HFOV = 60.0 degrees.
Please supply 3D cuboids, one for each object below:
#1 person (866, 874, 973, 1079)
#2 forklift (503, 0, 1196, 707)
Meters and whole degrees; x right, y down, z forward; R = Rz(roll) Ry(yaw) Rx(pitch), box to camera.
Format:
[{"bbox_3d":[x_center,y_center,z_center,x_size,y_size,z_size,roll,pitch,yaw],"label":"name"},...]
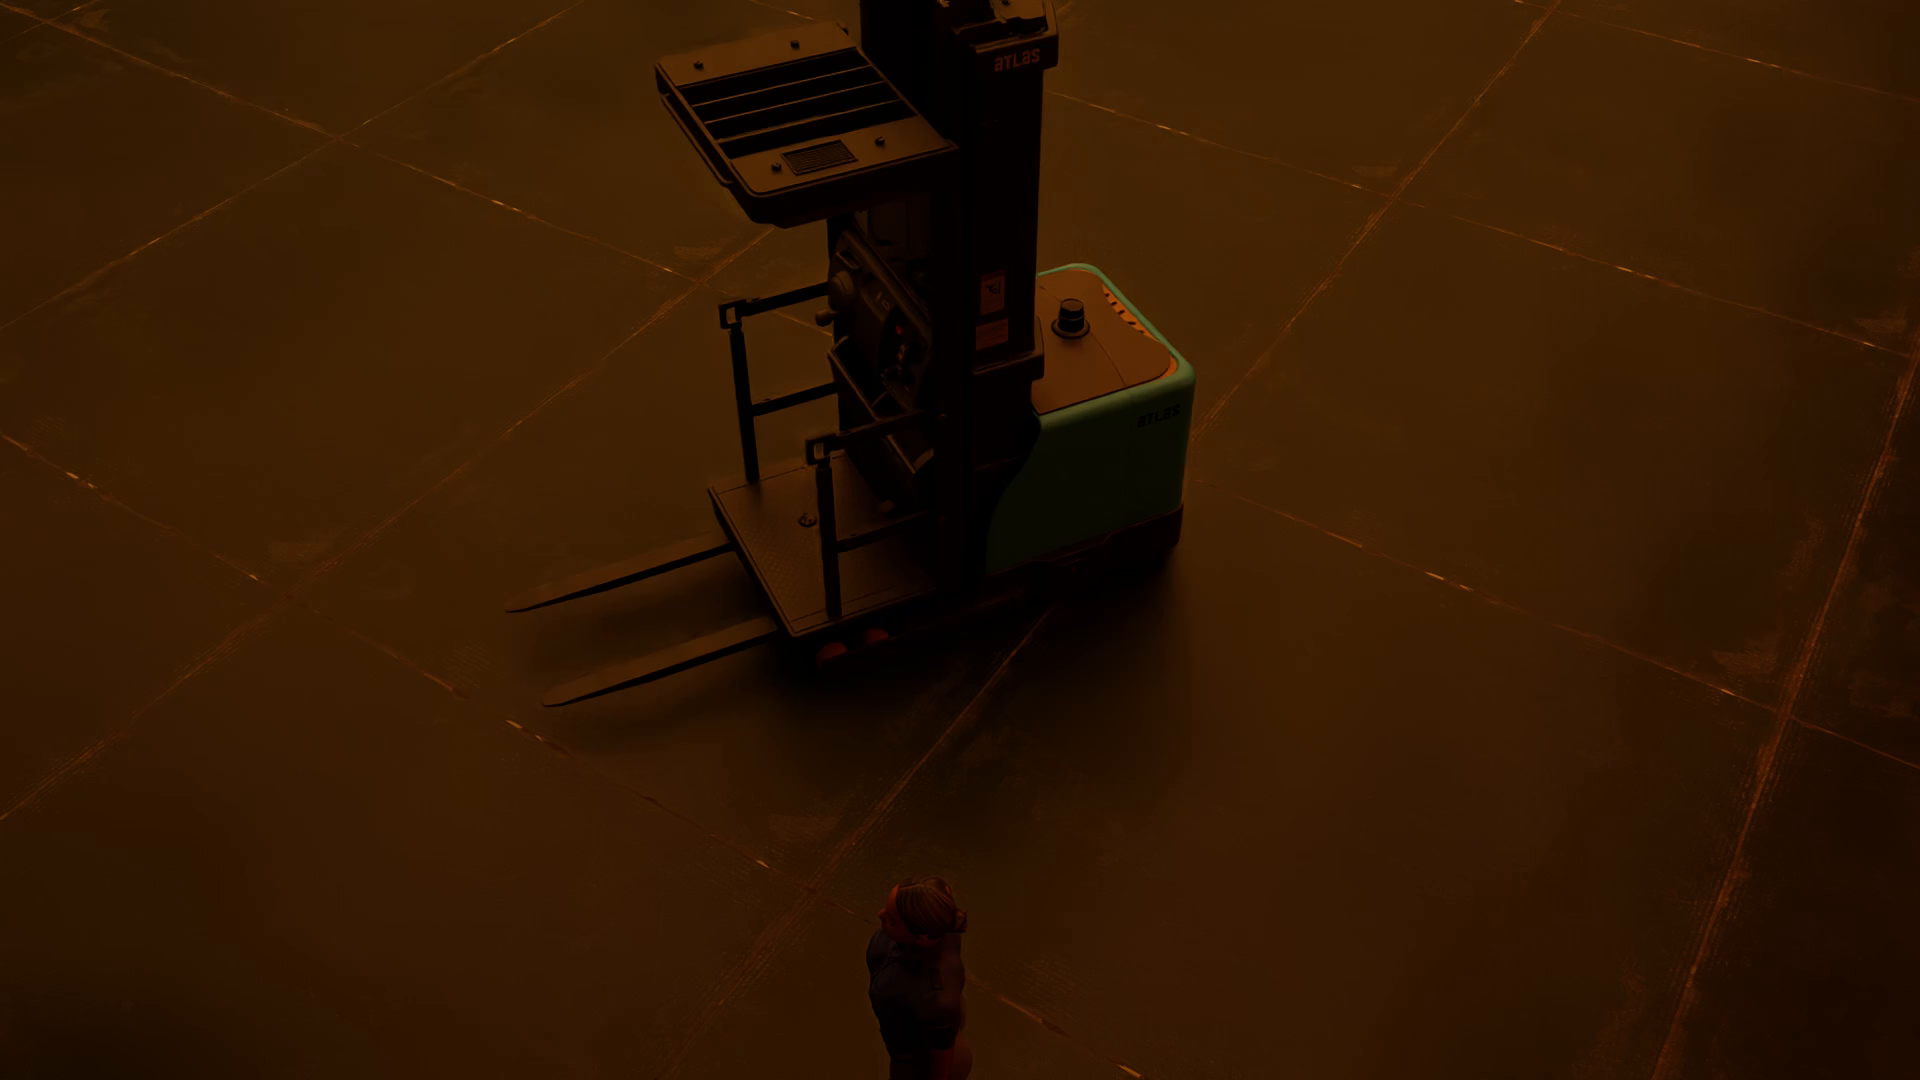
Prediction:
[{"bbox_3d":[-0.140,1.545,5.148,0.340,1.660,0.453,-5,44,-5],"label":"person"},{"bbox_3d":[-0.515,-0.868,6.764,3.031,2.935,1.130,-18,46,-18],"label":"forklift"}]
